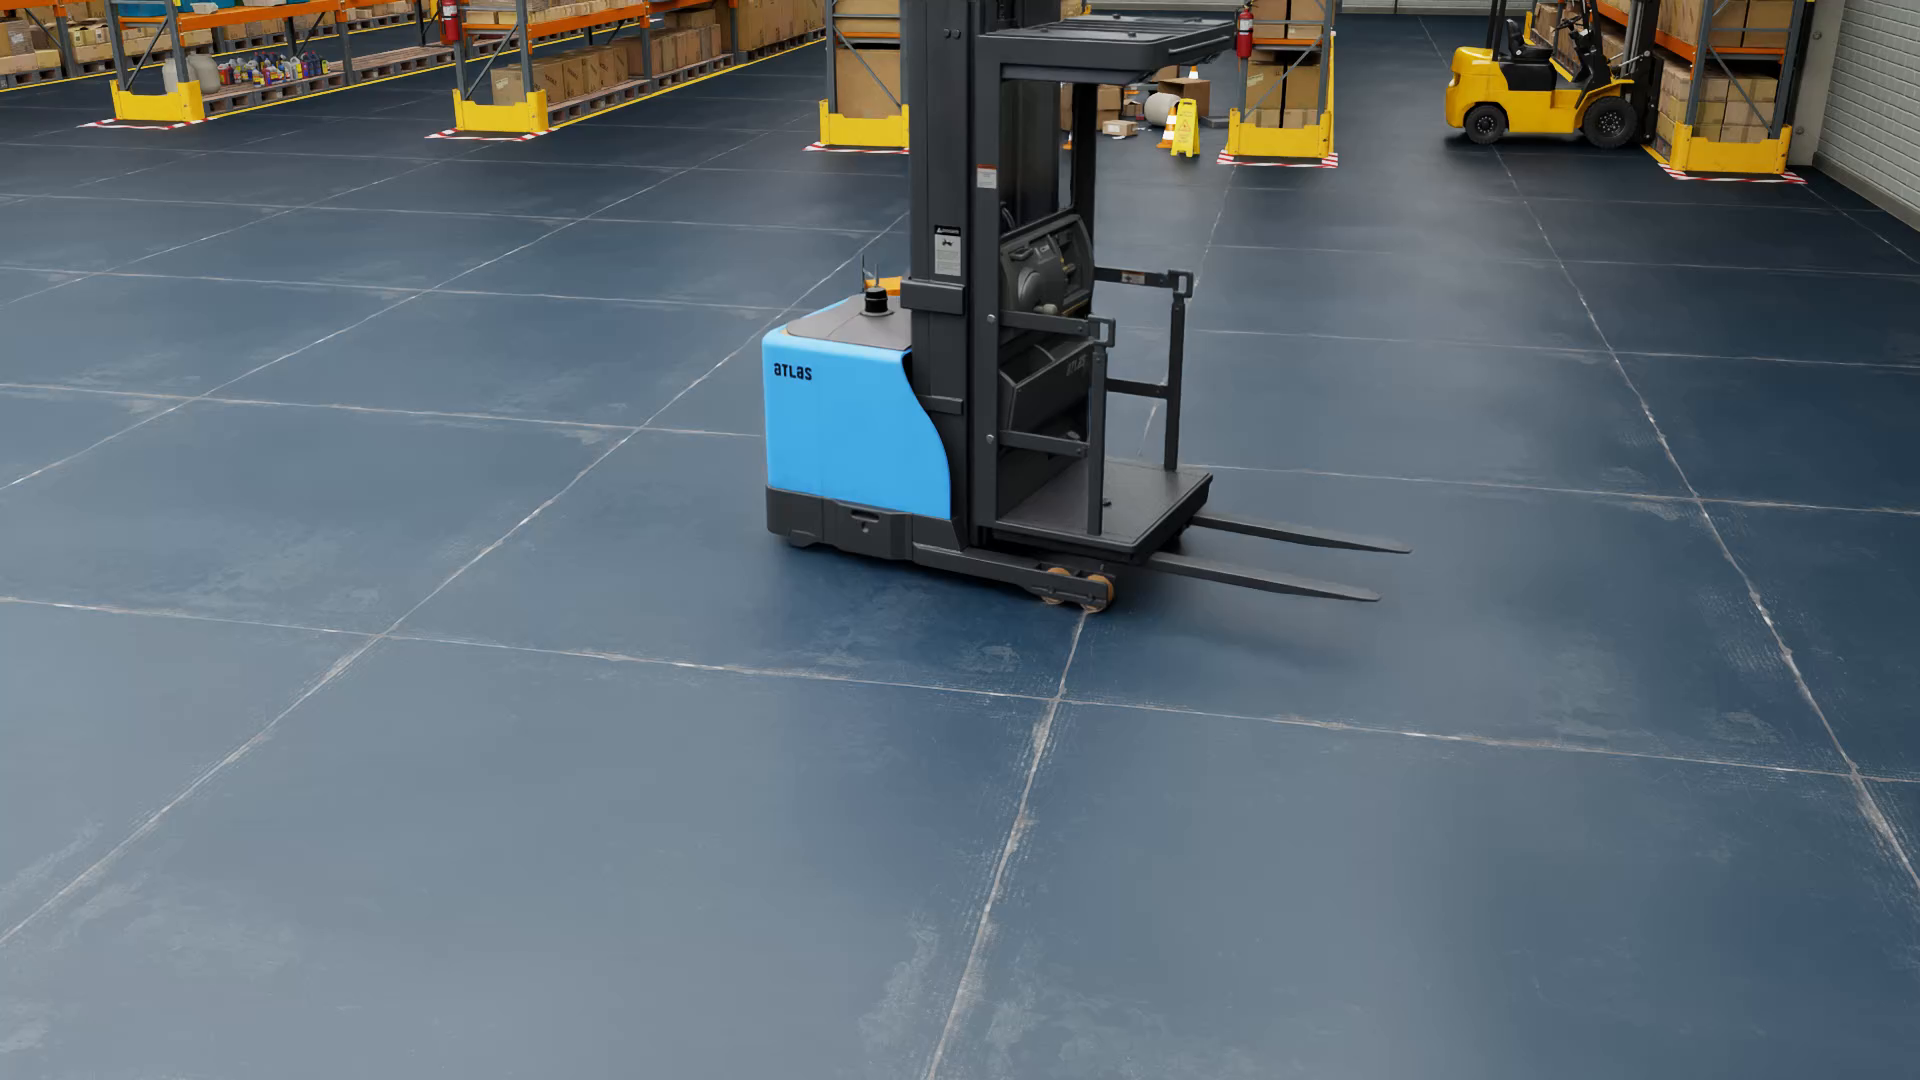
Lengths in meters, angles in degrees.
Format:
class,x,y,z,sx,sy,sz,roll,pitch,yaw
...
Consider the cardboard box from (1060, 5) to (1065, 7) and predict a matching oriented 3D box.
class,x,y,z,sx,sy,sz,roll,pitch,yaw
cardboard box,1.863,-10.409,32.640,0.380,0.149,0.250,4,22,9

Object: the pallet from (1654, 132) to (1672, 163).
class,x,y,z,sx,sy,sz,roll,pitch,yaw
pallet,8.728,-4.551,19.371,1.003,0.211,1.213,4,22,11

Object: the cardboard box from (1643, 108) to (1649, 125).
class,x,y,z,sx,sy,sz,roll,pitch,yaw
cardboard box,8.705,-5.232,20.448,0.500,0.250,0.500,5,23,13

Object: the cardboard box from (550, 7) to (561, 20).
class,x,y,z,sx,sy,sz,roll,pitch,yaw
cardboard box,-5.491,-6.937,21.899,0.380,0.149,0.250,4,22,11

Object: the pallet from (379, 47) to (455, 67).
class,x,y,z,sx,sy,sz,roll,pitch,yaw
pallet,-9.361,-8.424,28.987,1.003,0.211,1.213,4,22,11

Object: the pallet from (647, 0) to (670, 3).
class,x,y,z,sx,sy,sz,roll,pitch,yaw
pallet,-4.834,-8.336,25.294,1.003,0.211,1.213,4,22,11

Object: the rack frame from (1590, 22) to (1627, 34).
class,x,y,z,sx,sy,sz,roll,pitch,yaw
rack frame,10.245,-8.487,25.412,1.000,3.000,0.127,4,22,11

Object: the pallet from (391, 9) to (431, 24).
class,x,y,z,sx,sy,sz,roll,pitch,yaw
pallet,-12.558,-11.689,37.095,1.003,0.211,1.213,4,22,11

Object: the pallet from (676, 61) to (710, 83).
class,x,y,z,sx,sy,sz,roll,pitch,yaw
pallet,-4.728,-7.596,26.931,1.003,0.211,1.213,4,22,11

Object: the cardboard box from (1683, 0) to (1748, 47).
class,x,y,z,sx,sy,sz,roll,pitch,yaw
cardboard box,8.456,-5.808,18.626,0.500,0.500,0.500,4,22,10

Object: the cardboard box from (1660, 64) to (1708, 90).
class,x,y,z,sx,sy,sz,roll,pitch,yaw
cardboard box,8.593,-5.509,19.798,0.500,0.250,0.500,5,22,12

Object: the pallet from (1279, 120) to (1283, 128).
class,x,y,z,sx,sy,sz,roll,pitch,yaw
pallet,3.969,-4.967,20.405,1.003,0.211,1.213,4,22,11

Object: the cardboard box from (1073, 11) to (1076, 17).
class,x,y,z,sx,sy,sz,roll,pitch,yaw
cardboard box,2.125,-10.546,33.379,0.380,0.149,0.250,5,22,12

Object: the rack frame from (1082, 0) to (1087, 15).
class,x,y,z,sx,sy,sz,roll,pitch,yaw
rack frame,2.151,-12.131,34.458,1.000,3.000,0.127,4,22,11

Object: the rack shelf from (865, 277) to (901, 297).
class,x,y,z,sx,sy,sz,roll,pitch,yaw
rack shelf,-0.257,-1.338,9.010,0.480,0.148,0.258,-9,25,-22

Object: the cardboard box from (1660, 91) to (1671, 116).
class,x,y,z,sx,sy,sz,roll,pitch,yaw
cardboard box,8.519,-5.097,19.444,0.500,0.250,0.500,4,22,10

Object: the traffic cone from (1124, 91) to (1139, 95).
class,x,y,z,sx,sy,sz,roll,pitch,yaw
traffic cone,2.532,-6.967,25.034,0.336,0.463,0.334,4,22,11

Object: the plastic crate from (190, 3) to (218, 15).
class,x,y,z,sx,sy,sz,roll,pitch,yaw
plastic crate,-10.300,-7.252,22.698,0.298,0.136,0.250,4,22,11

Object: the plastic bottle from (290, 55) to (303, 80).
class,x,y,z,sx,sy,sz,roll,pitch,yaw
plastic bottle,-9.936,-7.064,24.835,0.144,0.351,0.185,4,22,11

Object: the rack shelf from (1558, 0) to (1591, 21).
class,x,y,z,sx,sy,sz,roll,pitch,yaw
rack shelf,10.653,-8.885,27.363,1.077,0.370,4.000,4,22,11

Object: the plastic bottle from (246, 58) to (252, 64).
class,x,y,z,sx,sy,sz,roll,pitch,yaw
plastic bottle,-10.665,-7.089,24.987,0.061,0.283,0.133,5,23,13

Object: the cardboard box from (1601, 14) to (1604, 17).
class,x,y,z,sx,sy,sz,roll,pitch,yaw
cardboard box,11.179,-8.944,28.461,0.380,0.149,0.250,5,22,11

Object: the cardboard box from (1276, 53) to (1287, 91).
class,x,y,z,sx,sy,sz,roll,pitch,yaw
cardboard box,3.874,-5.894,21.087,0.500,0.500,0.500,4,22,10

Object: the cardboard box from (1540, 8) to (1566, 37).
class,x,y,z,sx,sy,sz,roll,pitch,yaw
cardboard box,11.242,-9.737,31.298,0.500,0.500,0.500,5,22,12

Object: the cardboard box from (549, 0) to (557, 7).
class,x,y,z,sx,sy,sz,roll,pitch,yaw
cardboard box,-5.825,-7.270,21.856,0.875,0.500,0.500,4,22,11

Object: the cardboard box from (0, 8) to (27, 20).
class,x,y,z,sx,sy,sz,roll,pitch,yaw
cardboard box,-18.585,-10.209,32.003,0.750,0.750,0.750,4,22,10

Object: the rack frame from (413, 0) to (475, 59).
class,x,y,z,sx,sy,sz,roll,pitch,yaw
rack frame,-9.165,-9.997,29.162,1.000,3.000,0.127,4,22,11

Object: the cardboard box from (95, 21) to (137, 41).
class,x,y,z,sx,sy,sz,roll,pitch,yaw
cardboard box,-14.290,-8.597,28.053,0.500,0.311,0.500,4,22,9

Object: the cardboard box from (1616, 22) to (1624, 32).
class,x,y,z,sx,sy,sz,roll,pitch,yaw
cardboard box,10.709,-8.183,26.572,0.380,0.149,0.250,5,22,12

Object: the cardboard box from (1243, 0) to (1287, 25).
class,x,y,z,sx,sy,sz,roll,pitch,yaw
cardboard box,3.594,-6.343,19.555,0.500,0.500,0.500,4,22,10

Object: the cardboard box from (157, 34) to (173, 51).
class,x,y,z,sx,sy,sz,roll,pitch,yaw
cardboard box,-14.089,-8.712,29.089,0.500,0.250,0.500,5,22,12

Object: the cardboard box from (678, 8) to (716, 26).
class,x,y,z,sx,sy,sz,roll,pitch,yaw
cardboard box,-4.424,-8.765,27.855,0.500,0.250,0.500,5,23,13

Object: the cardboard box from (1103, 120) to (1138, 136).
class,x,y,z,sx,sy,sz,roll,pitch,yaw
cardboard box,2.042,-5.249,21.188,0.380,0.149,0.250,18,28,38

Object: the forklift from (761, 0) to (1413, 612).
class,x,y,z,sx,sy,sz,roll,pitch,yaw
forklift,0.586,-1.259,7.556,3.031,2.935,1.130,11,24,25

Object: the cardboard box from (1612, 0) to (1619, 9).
class,x,y,z,sx,sy,sz,roll,pitch,yaw
cardboard box,9.602,-7.712,23.688,0.500,0.250,0.500,5,23,13

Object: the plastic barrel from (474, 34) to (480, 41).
class,x,y,z,sx,sy,sz,roll,pitch,yaw
plastic barrel,-9.054,-9.432,30.525,0.421,0.512,0.421,0,22,0

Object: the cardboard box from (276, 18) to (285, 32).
class,x,y,z,sx,sy,sz,roll,pitch,yaw
cardboard box,-13.331,-10.132,32.253,0.500,0.500,0.500,4,22,9

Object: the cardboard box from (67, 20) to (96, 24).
class,x,y,z,sx,sy,sz,roll,pitch,yaw
cardboard box,-14.824,-8.636,28.149,0.500,0.311,0.500,4,22,11

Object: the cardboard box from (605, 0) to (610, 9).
class,x,y,z,sx,sy,sz,roll,pitch,yaw
cardboard box,-5.181,-7.581,23.497,0.380,0.149,0.250,4,22,11

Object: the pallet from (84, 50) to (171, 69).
class,x,y,z,sx,sy,sz,roll,pitch,yaw
pallet,-14.471,-8.340,28.779,1.003,0.211,1.213,4,22,11

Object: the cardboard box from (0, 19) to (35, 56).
class,x,y,z,sx,sy,sz,roll,pitch,yaw
cardboard box,-14.824,-7.812,25.851,0.500,0.500,0.500,4,22,11

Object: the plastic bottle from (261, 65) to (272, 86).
class,x,y,z,sx,sy,sz,roll,pitch,yaw
plastic bottle,-10.059,-6.736,24.112,0.061,0.283,0.133,5,22,12

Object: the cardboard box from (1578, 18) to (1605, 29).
class,x,y,z,sx,sy,sz,roll,pitch,yaw
cardboard box,10.396,-8.506,27.375,0.380,0.149,0.250,3,22,8

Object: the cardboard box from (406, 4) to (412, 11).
class,x,y,z,sx,sy,sz,roll,pitch,yaw
cardboard box,-12.422,-11.833,36.923,0.380,0.166,0.250,4,22,11

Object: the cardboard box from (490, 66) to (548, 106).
class,x,y,z,sx,sy,sz,roll,pitch,yaw
cardboard box,-5.805,-5.956,21.912,0.500,0.500,0.500,9,24,21

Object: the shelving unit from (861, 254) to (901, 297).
class,x,y,z,sx,sy,sz,roll,pitch,yaw
shelving unit,-0.260,-0.977,9.165,0.503,1.200,0.258,-9,25,-22

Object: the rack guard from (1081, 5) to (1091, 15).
class,x,y,z,sx,sy,sz,roll,pitch,yaw
rack guard,2.135,-10.943,34.856,1.175,0.500,0.348,4,22,11

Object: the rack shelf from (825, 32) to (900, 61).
class,x,y,z,sx,sy,sz,roll,pitch,yaw
rack shelf,-0.706,-6.677,21.880,1.077,0.370,4.000,4,22,11

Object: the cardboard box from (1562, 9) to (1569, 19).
class,x,y,z,sx,sy,sz,roll,pitch,yaw
cardboard box,10.728,-9.176,29.037,0.380,0.149,0.250,6,23,13

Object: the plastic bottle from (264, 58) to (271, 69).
class,x,y,z,sx,sy,sz,roll,pitch,yaw
plastic bottle,-10.464,-7.147,25.148,0.097,0.271,0.097,0,22,0

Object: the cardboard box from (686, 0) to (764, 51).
class,x,y,z,sx,sy,sz,roll,pitch,yaw
cardboard box,-4.155,-9.080,29.166,1.225,0.875,0.875,3,22,8

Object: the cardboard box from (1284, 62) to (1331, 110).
class,x,y,z,sx,sy,sz,roll,pitch,yaw
cardboard box,4.192,-5.489,20.081,0.500,0.500,0.500,4,22,9

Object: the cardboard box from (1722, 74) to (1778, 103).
class,x,y,z,sx,sy,sz,roll,pitch,yaw
cardboard box,8.896,-5.106,18.797,0.500,0.250,0.500,4,22,10

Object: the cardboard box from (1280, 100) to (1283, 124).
class,x,y,z,sx,sy,sz,roll,pitch,yaw
cardboard box,3.768,-5.363,20.773,0.500,0.250,0.500,5,22,11
